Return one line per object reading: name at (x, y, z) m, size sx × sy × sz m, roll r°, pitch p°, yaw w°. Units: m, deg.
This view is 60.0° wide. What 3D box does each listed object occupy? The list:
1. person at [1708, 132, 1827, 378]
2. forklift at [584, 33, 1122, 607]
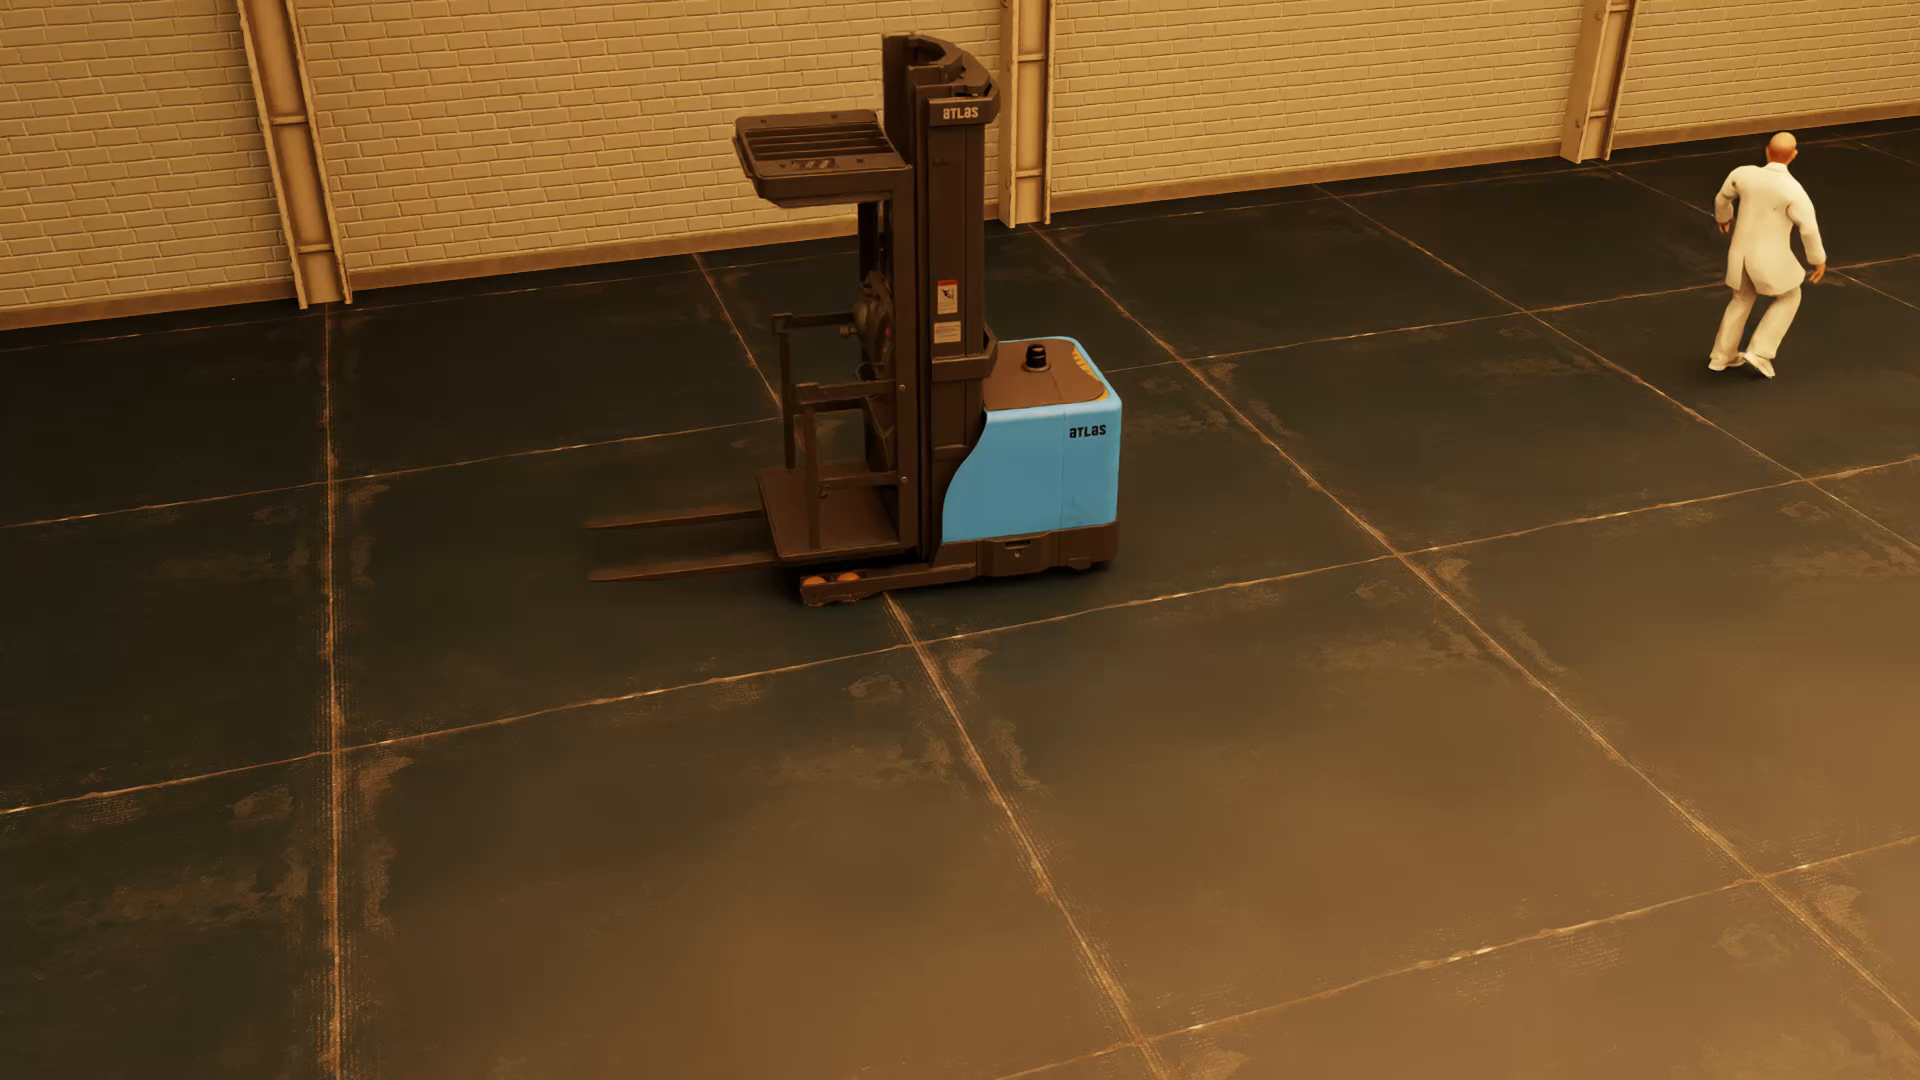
person at (5.685, -2.021, 11.823) m, size 0.487 × 1.791 × 0.908 m, roll -15°, pitch 33°, yaw -24°
forklift at (-0.655, -1.183, 9.143) m, size 3.031 × 2.935 × 1.130 m, roll -7°, pitch 31°, yaw -11°
